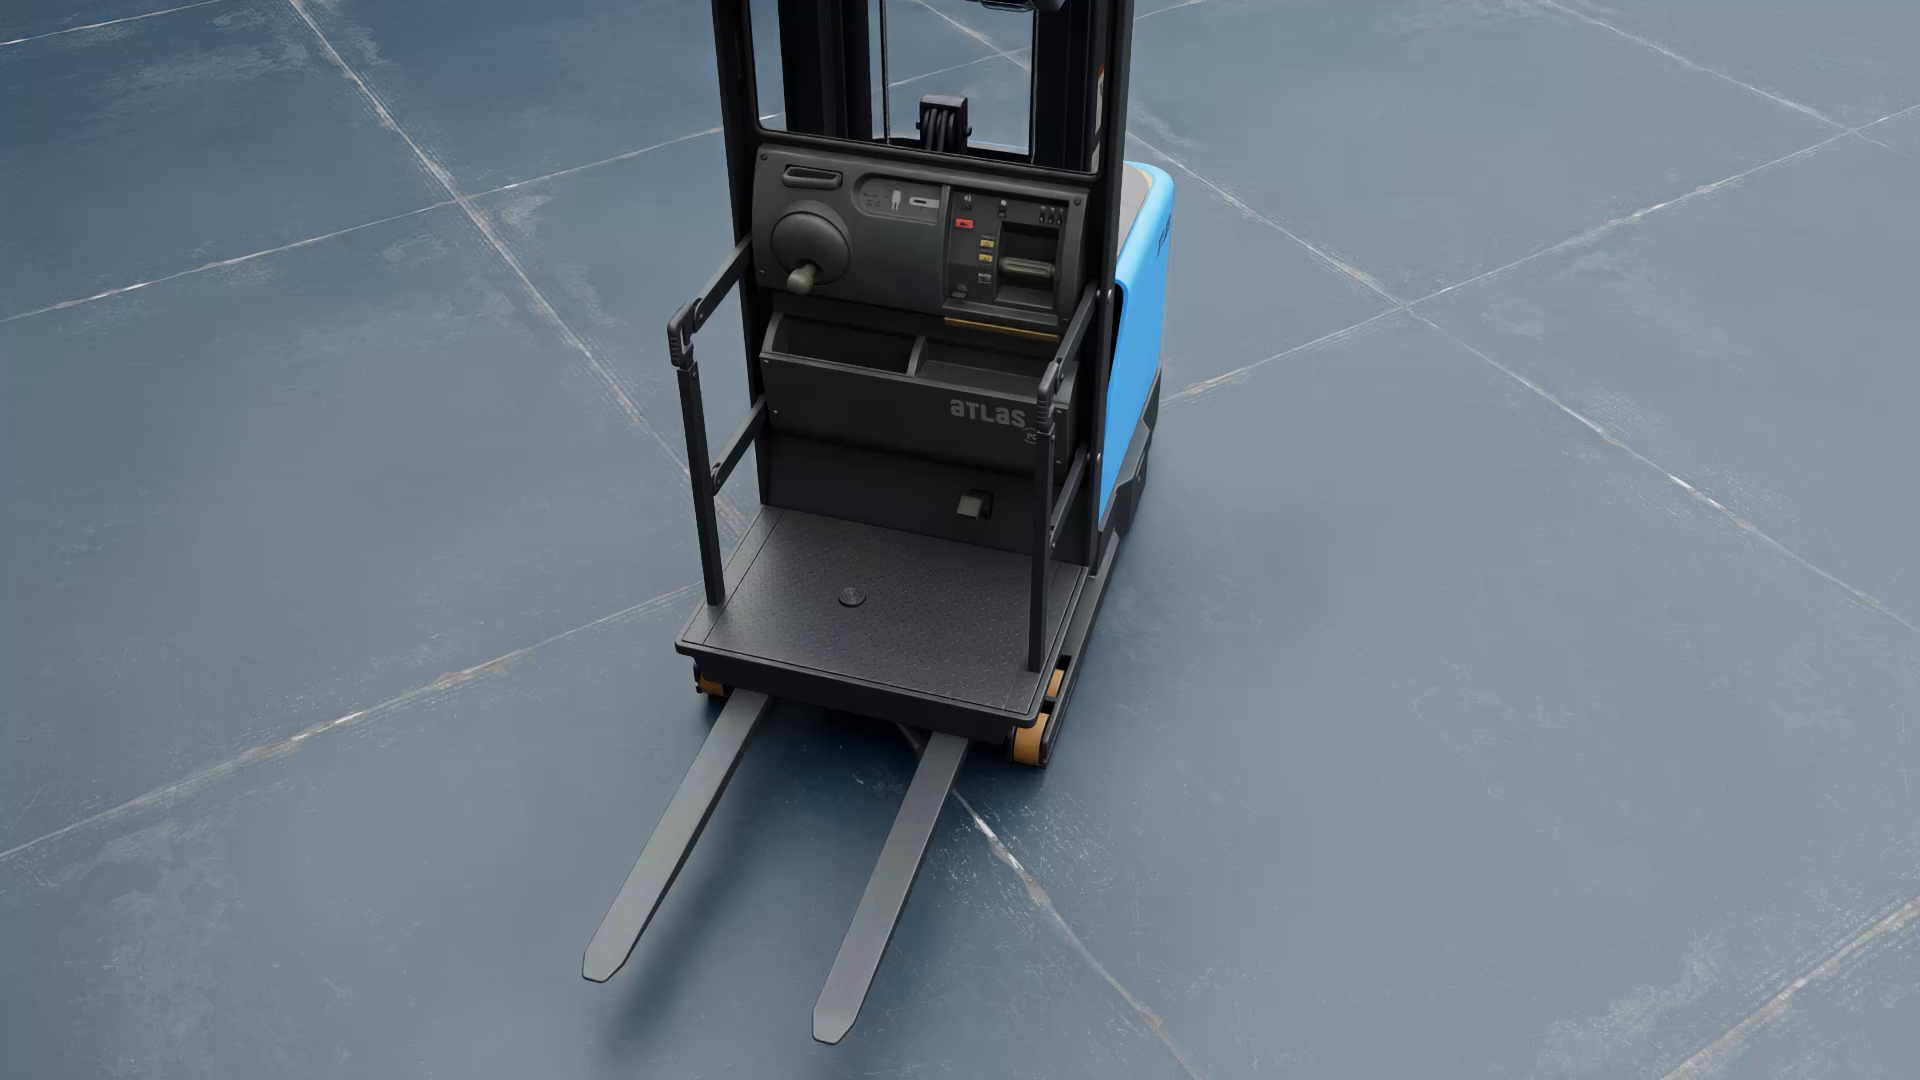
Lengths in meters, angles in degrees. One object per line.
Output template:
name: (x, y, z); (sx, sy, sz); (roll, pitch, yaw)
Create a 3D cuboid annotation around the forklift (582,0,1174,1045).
forklift: (-0.180, -0.742, 4.351); (1.130, 2.935, 3.031); (11, 41, 13)
